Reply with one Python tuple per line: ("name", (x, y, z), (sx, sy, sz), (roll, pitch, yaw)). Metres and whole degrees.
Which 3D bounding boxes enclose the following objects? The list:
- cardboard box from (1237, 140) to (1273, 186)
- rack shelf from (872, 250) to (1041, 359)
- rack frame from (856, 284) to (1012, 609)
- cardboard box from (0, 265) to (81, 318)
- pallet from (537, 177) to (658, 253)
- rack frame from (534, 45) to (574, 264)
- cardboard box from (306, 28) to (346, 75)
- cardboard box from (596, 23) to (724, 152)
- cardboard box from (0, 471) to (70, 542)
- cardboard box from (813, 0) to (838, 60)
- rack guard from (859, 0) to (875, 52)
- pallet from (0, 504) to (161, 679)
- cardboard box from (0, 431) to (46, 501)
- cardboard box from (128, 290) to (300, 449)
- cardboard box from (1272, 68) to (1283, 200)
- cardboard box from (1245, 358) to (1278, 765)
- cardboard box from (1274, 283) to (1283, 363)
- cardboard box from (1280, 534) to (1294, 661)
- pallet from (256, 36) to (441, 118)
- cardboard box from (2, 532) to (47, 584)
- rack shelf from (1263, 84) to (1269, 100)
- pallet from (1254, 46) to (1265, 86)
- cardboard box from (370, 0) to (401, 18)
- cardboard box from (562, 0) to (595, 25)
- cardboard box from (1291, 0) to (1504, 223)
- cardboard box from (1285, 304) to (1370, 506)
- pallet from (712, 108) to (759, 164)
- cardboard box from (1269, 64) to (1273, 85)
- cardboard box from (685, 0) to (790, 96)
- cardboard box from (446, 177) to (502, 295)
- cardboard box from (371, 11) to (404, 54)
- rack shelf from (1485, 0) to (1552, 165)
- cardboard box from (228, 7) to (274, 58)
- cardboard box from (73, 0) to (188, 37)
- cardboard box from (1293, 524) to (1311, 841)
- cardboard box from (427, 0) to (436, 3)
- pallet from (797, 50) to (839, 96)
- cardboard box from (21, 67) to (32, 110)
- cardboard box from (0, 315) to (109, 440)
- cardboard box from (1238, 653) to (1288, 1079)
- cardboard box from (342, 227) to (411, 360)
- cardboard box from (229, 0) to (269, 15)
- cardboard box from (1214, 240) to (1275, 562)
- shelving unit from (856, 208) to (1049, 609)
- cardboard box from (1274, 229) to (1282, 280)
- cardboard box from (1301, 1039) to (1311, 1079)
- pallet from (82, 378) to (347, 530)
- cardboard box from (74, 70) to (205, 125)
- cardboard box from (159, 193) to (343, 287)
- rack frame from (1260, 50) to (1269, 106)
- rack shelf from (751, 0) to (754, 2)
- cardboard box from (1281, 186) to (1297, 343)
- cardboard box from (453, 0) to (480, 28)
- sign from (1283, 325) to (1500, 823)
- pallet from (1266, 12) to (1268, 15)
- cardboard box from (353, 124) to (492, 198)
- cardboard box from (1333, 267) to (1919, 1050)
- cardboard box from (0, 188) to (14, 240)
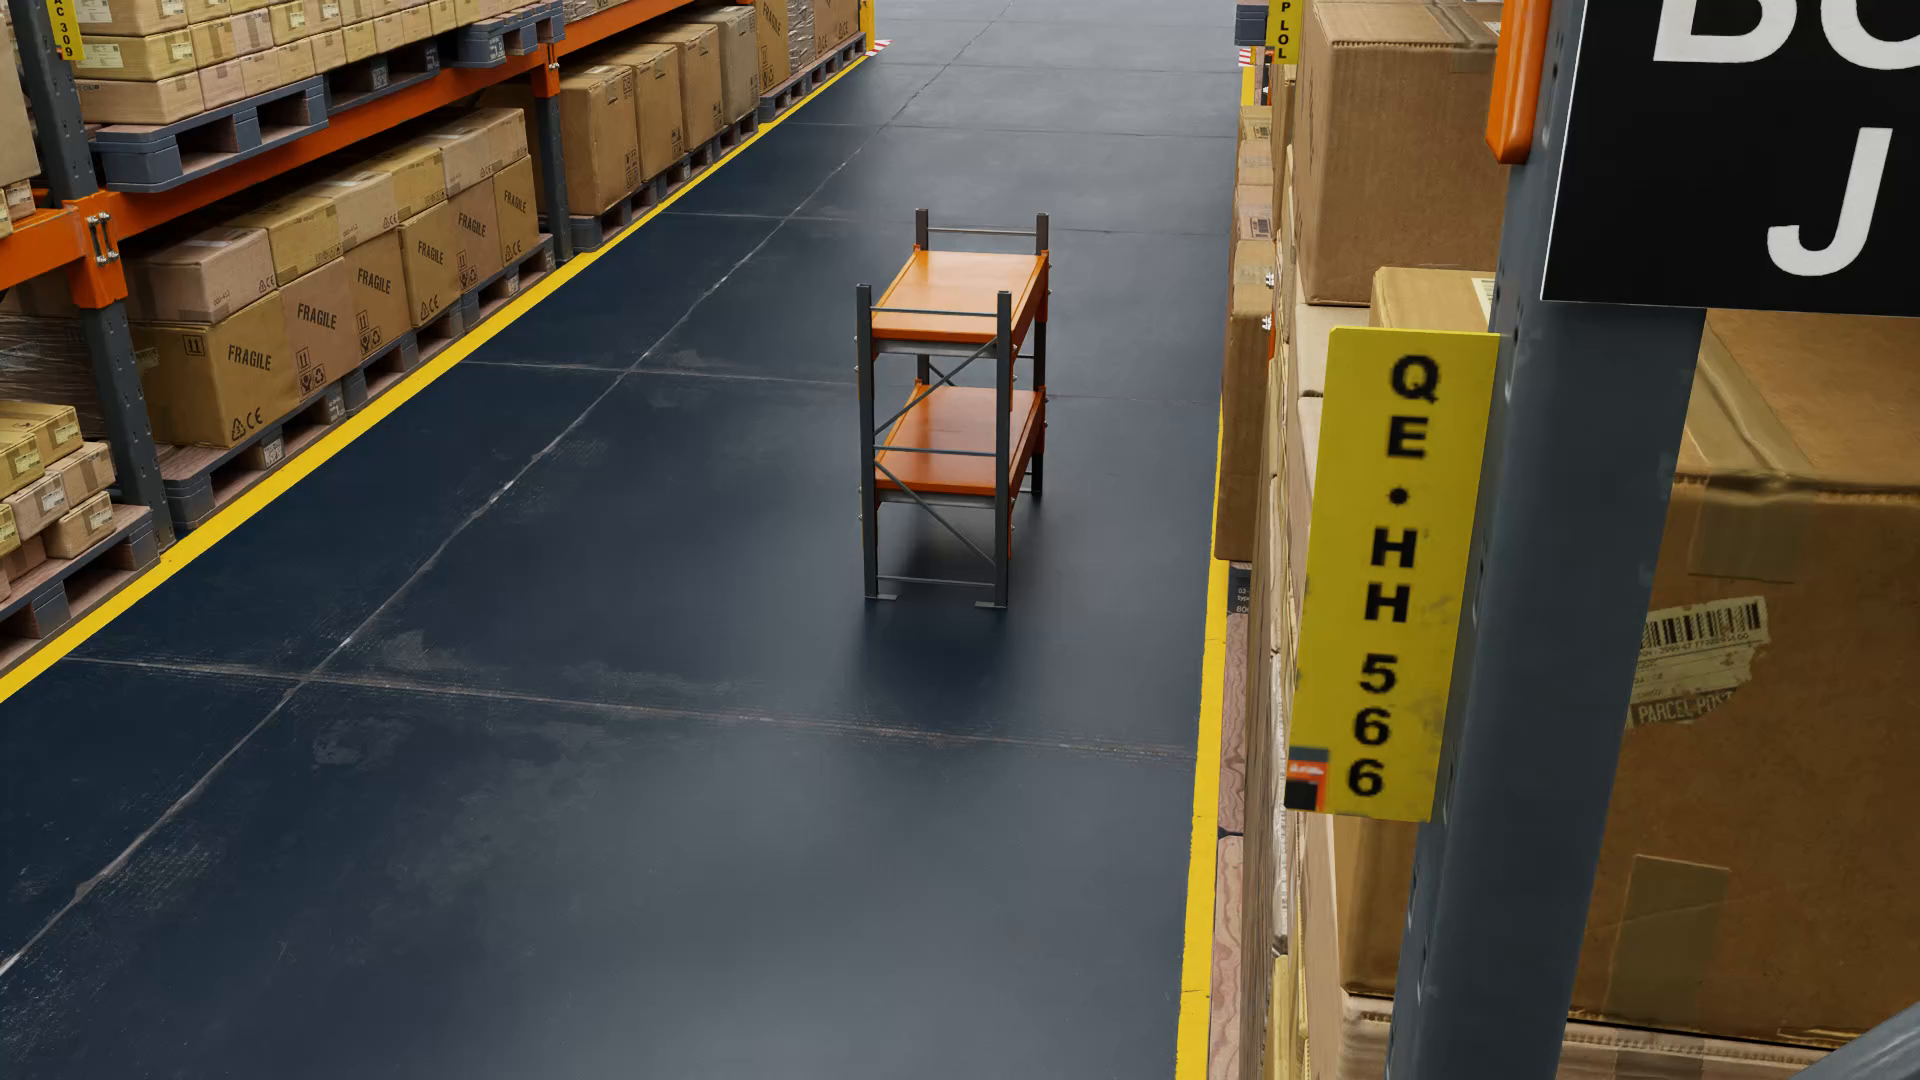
("cardboard box", (1.813, -1.209, 7.306), (1.225, 0.875, 0.875), (4, 25, 9))
("rack shelf", (-0.001, -0.838, 5.850), (0.459, 0.093, 0.952), (4, 25, 9))
("rack frame", (-0.084, -0.294, 5.551), (0.500, 1.125, 0.032), (4, 25, 9))
("cardboard box", (-3.559, -1.081, 6.589), (0.500, 0.250, 0.500), (3, 25, 7))
("pallet", (-2.574, -2.088, 10.463), (1.003, 0.211, 1.213), (4, 25, 9))
("rack frame", (-2.777, -3.027, 9.178), (1.000, 3.000, 0.127), (4, 25, 9))
("cardboard box", (-2.745, -1.995, 6.775), (0.380, 0.149, 0.250), (3, 25, 6))
("cardboard box", (-2.298, -3.202, 11.711), (1.050, 0.750, 0.750), (4, 25, 9))
("cardboard box", (-3.201, -0.120, 5.484), (0.380, 0.149, 0.250), (3, 25, 6))
("cardboard box", (-1.657, -4.944, 15.285), (0.875, 0.875, 0.875), (4, 25, 8))
("rack guard", (-1.466, -5.251, 16.878), (1.175, 0.500, 0.348), (4, 25, 9))
("pallet", (-3.506, 0.192, 5.590), (1.003, 0.211, 1.213), (4, 25, 9))
("cardboard box", (-3.235, -0.246, 5.403), (0.380, 0.149, 0.250), (4, 25, 9))
("cardboard box", (-3.049, -0.703, 6.666), (0.500, 0.500, 0.500), (5, 26, 11))
("cardboard box", (1.340, -1.434, 5.658), (0.500, 0.500, 0.500), (5, 26, 10))
("cardboard box", (1.259, 0.075, 4.563), (0.875, 0.875, 0.875), (4, 25, 9))
("cardboard box", (0.984, -0.533, 4.148), (0.380, 0.149, 0.250), (5, 26, 10))
("cardboard box", (0.733, 0.111, 2.770), (0.380, 0.149, 0.250), (4, 25, 9))
("pallet", (-3.061, -2.109, 7.444), (1.003, 0.211, 1.213), (4, 25, 9))
("cardboard box", (-3.284, 0.038, 5.499), (0.380, 0.149, 0.250), (5, 25, 10))
("rack shelf", (2.426, -3.152, 10.293), (1.077, 0.370, 4.000), (4, 25, 9))
("pallet", (3.227, -4.355, 15.304), (1.003, 0.211, 1.213), (4, 25, 9))
("cardboard box", (-2.659, -2.352, 7.187), (0.380, 0.149, 0.250), (4, 25, 7))
("cardboard box", (-2.438, -3.241, 9.518), (0.500, 0.500, 0.500), (4, 25, 9))
("cardboard box", (1.027, -0.986, 3.760), (0.500, 0.500, 0.500), (4, 25, 9))
("cardboard box", (0.857, -0.226, 3.021), (0.500, 0.250, 0.500), (4, 25, 9))
("pallet", (-2.175, -3.109, 12.643), (1.003, 0.211, 1.213), (4, 25, 9))
("cardboard box", (1.669, -2.286, 7.477), (0.500, 0.500, 0.500), (3, 25, 7))
("cardboard box", (-1.952, -4.186, 13.665), (0.875, 0.875, 0.875), (4, 25, 9))
("cardboard box", (-2.716, -1.575, 8.529), (0.500, 0.500, 0.500), (5, 26, 11))
("cardboard box", (-2.661, -2.215, 7.244), (0.380, 0.149, 0.250), (3, 25, 6))
("rack shelf", (1.119, -1.164, 2.509), (1.077, 0.370, 4.000), (4, 25, 9))
("cardboard box", (-2.831, -1.914, 6.252), (0.380, 0.149, 0.250), (5, 25, 10))
("cardboard box", (-2.913, -1.833, 5.726), (0.380, 0.149, 0.250), (5, 26, 11))
("cardboard box", (0.693, 0.205, 2.100), (0.500, 0.250, 0.500), (4, 25, 8))
("cardboard box", (-2.576, -2.569, 7.651), (0.380, 0.149, 0.250), (4, 25, 8))
("pallet", (-1.725, -4.261, 15.104), (1.003, 0.211, 1.213), (4, 25, 9))
("cardboard box", (-3.562, -1.610, 5.952), (0.380, 0.149, 0.250), (3, 25, 7))
("cardboard box", (-3.559, -0.739, 6.744), (0.500, 0.500, 0.500), (4, 25, 8))
("cardboard box", (0.966, 0.823, 2.964), (0.875, 0.875, 0.875), (4, 25, 9))
("cardboard box", (-2.892, -1.144, 7.609), (0.500, 0.500, 0.500), (4, 25, 9))
("cardboard box", (-2.829, -2.057, 6.205), (0.380, 0.149, 0.250), (4, 25, 9))
("cardboard box", (1.531, -0.465, 5.716), (1.225, 0.875, 0.875), (4, 25, 9))
("shelving unit", (-0.001, -0.507, 6.006), (0.538, 1.125, 1.048), (4, 25, 9))
("cardboard box", (1.069, -0.753, 4.618), (0.380, 0.149, 0.250), (4, 25, 9))
("cardboard box", (0.525, 0.647, 1.626), (0.380, 0.149, 0.250), (5, 25, 10))
("pallet", (-3.305, -0.417, 6.891), (1.003, 0.211, 1.213), (4, 25, 9))
("cardboard box", (-2.913, -1.563, 5.852), (0.380, 0.149, 0.250), (3, 25, 6))
("cardboard box", (-2.965, -1.265, 6.983), (0.500, 0.250, 0.500), (5, 25, 10))
("rack frame", (2.753, -4.314, 11.928), (1.000, 3.000, 0.127), (4, 25, 9))
("rack shelf", (-1.797, -5.210, 14.692), (1.077, 0.370, 4.000), (4, 25, 9))
("cardboard box", (1.024, -0.649, 3.924), (0.500, 0.250, 0.500), (4, 25, 8))
("cardboard box", (-2.533, -2.550, 7.960), (0.380, 0.149, 0.250), (4, 25, 8))
("sign", (0.259, 0.030, 1.003), (0.100, 0.325, 0.005), (4, 25, 9))
("pallet", (2.382, -3.385, 10.169), (1.003, 0.211, 1.213), (4, 25, 9))
("cardboard box", (-2.702, -1.908, 8.357), (0.500, 0.250, 0.500), (4, 25, 9))
("cardboard box", (0.612, 0.077, 1.490), (0.500, 0.500, 0.500), (4, 25, 9))
("cardboard box", (-3.181, -0.989, 5.121), (0.380, 0.149, 0.250), (3, 25, 7))
